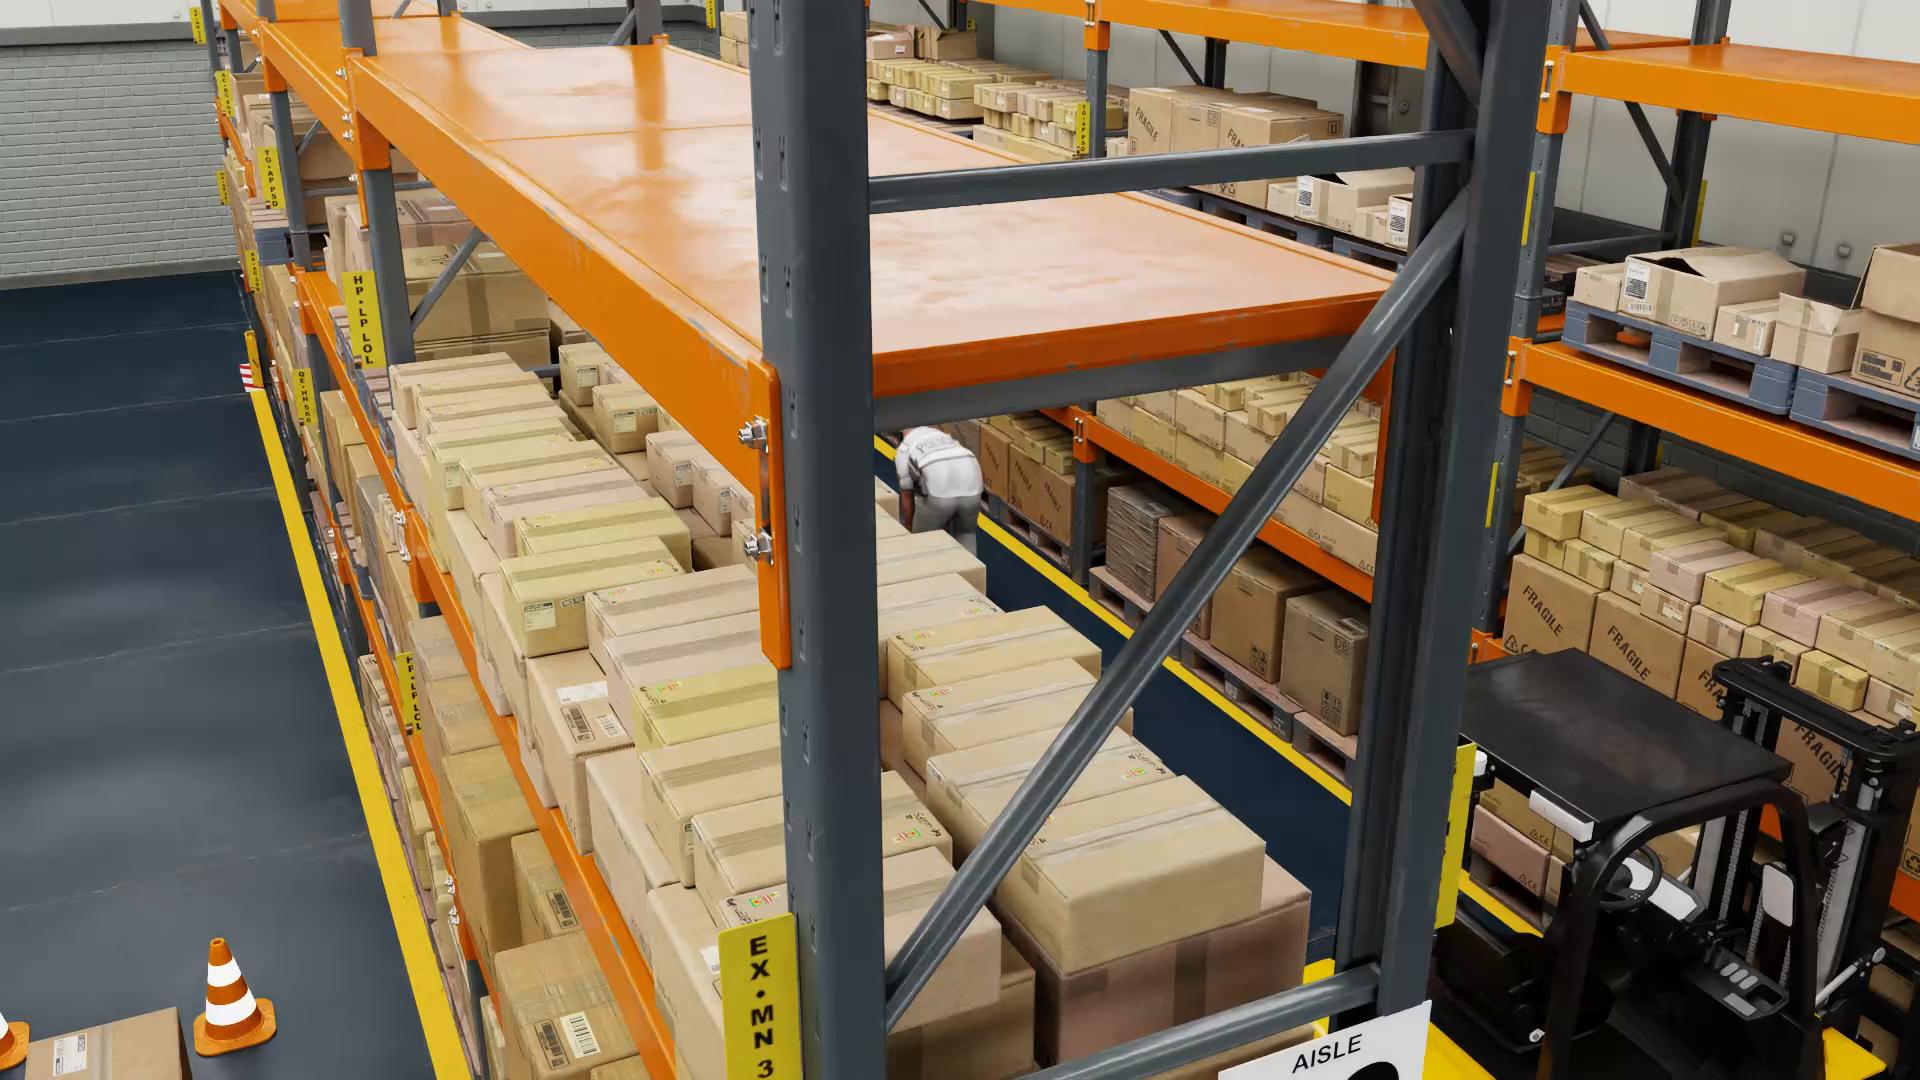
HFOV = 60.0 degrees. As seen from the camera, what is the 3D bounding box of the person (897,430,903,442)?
[{"bbox_3d":[-0.207,-0.251,11.890,0.425,1.241,0.914,-9,24,-22],"label":"person"}]
